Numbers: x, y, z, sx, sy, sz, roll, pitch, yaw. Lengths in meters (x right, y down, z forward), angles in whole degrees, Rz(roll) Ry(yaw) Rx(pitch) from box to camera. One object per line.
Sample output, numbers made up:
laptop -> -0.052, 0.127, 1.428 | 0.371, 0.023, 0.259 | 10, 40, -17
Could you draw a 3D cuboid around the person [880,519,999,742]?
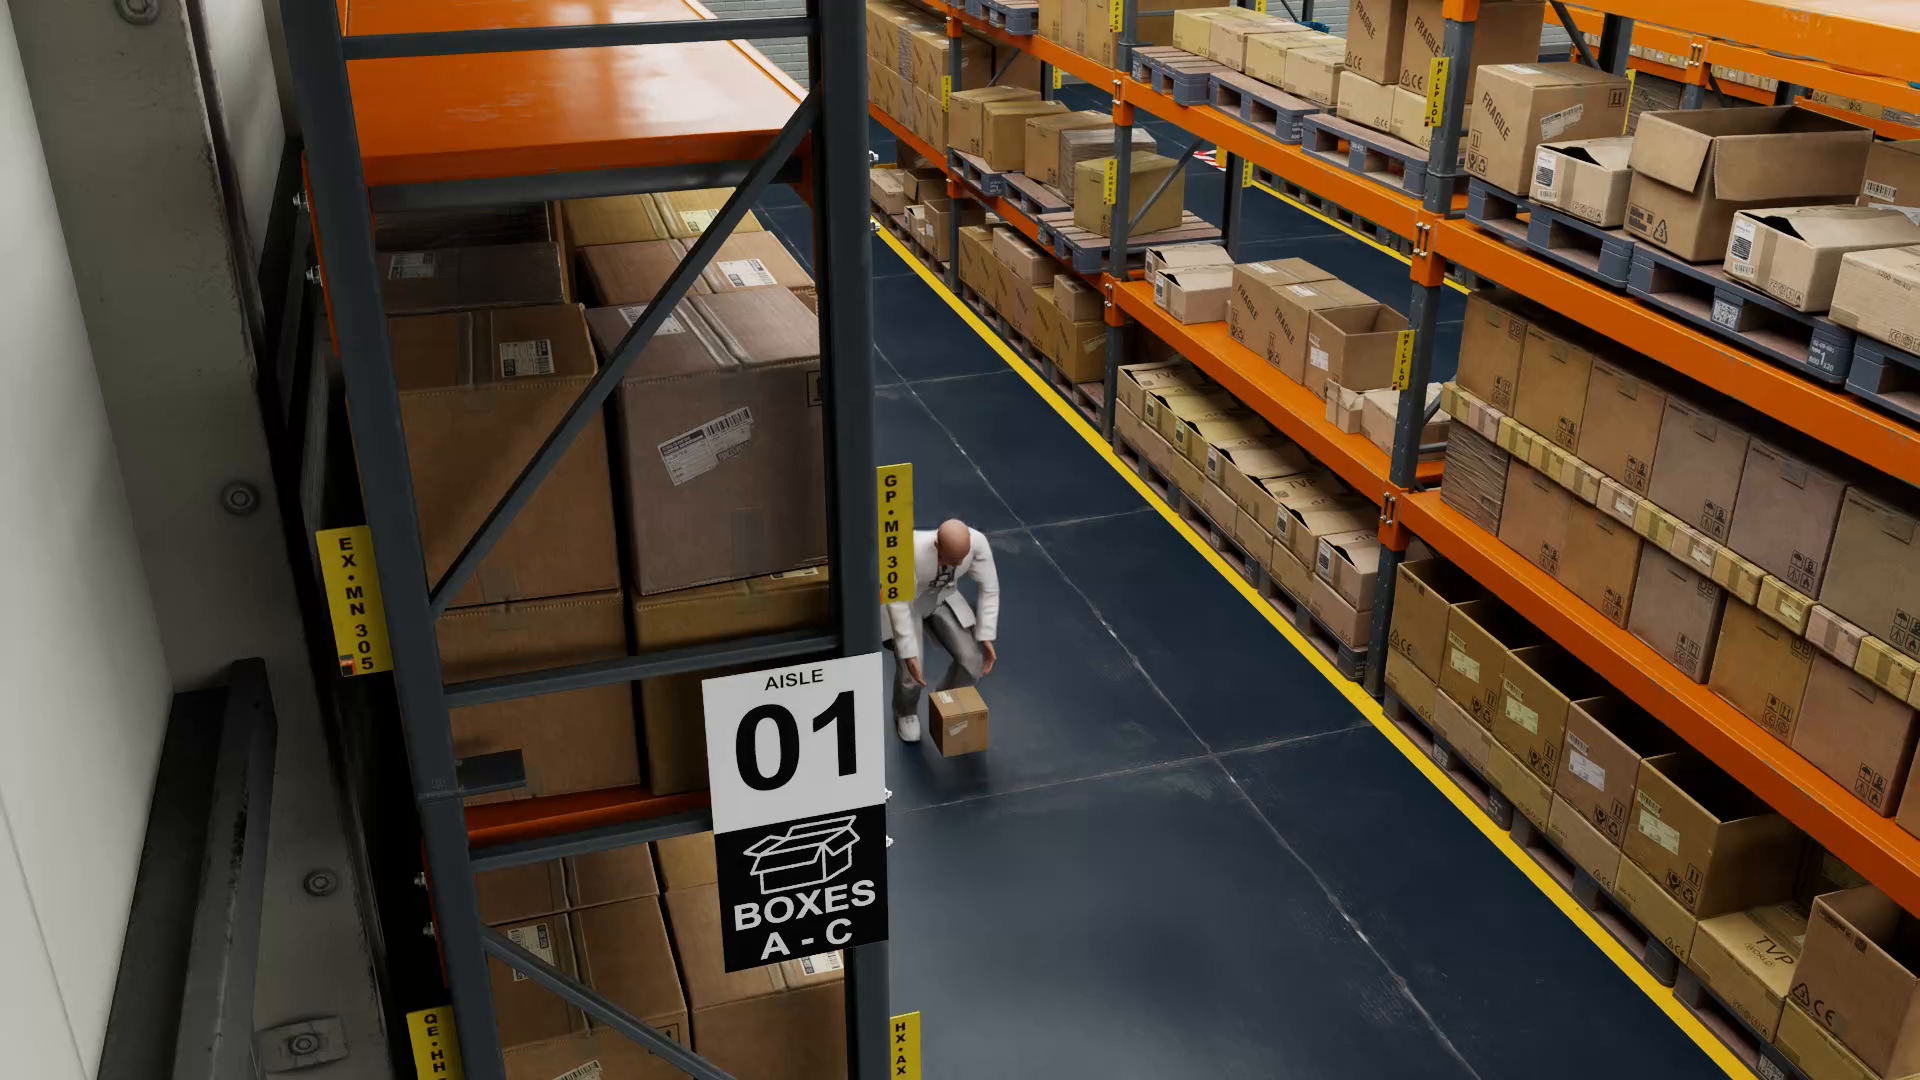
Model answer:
person -> -0.127, 0.423, 8.969 | 0.622, 1.388, 0.734 | -8, 27, -16
